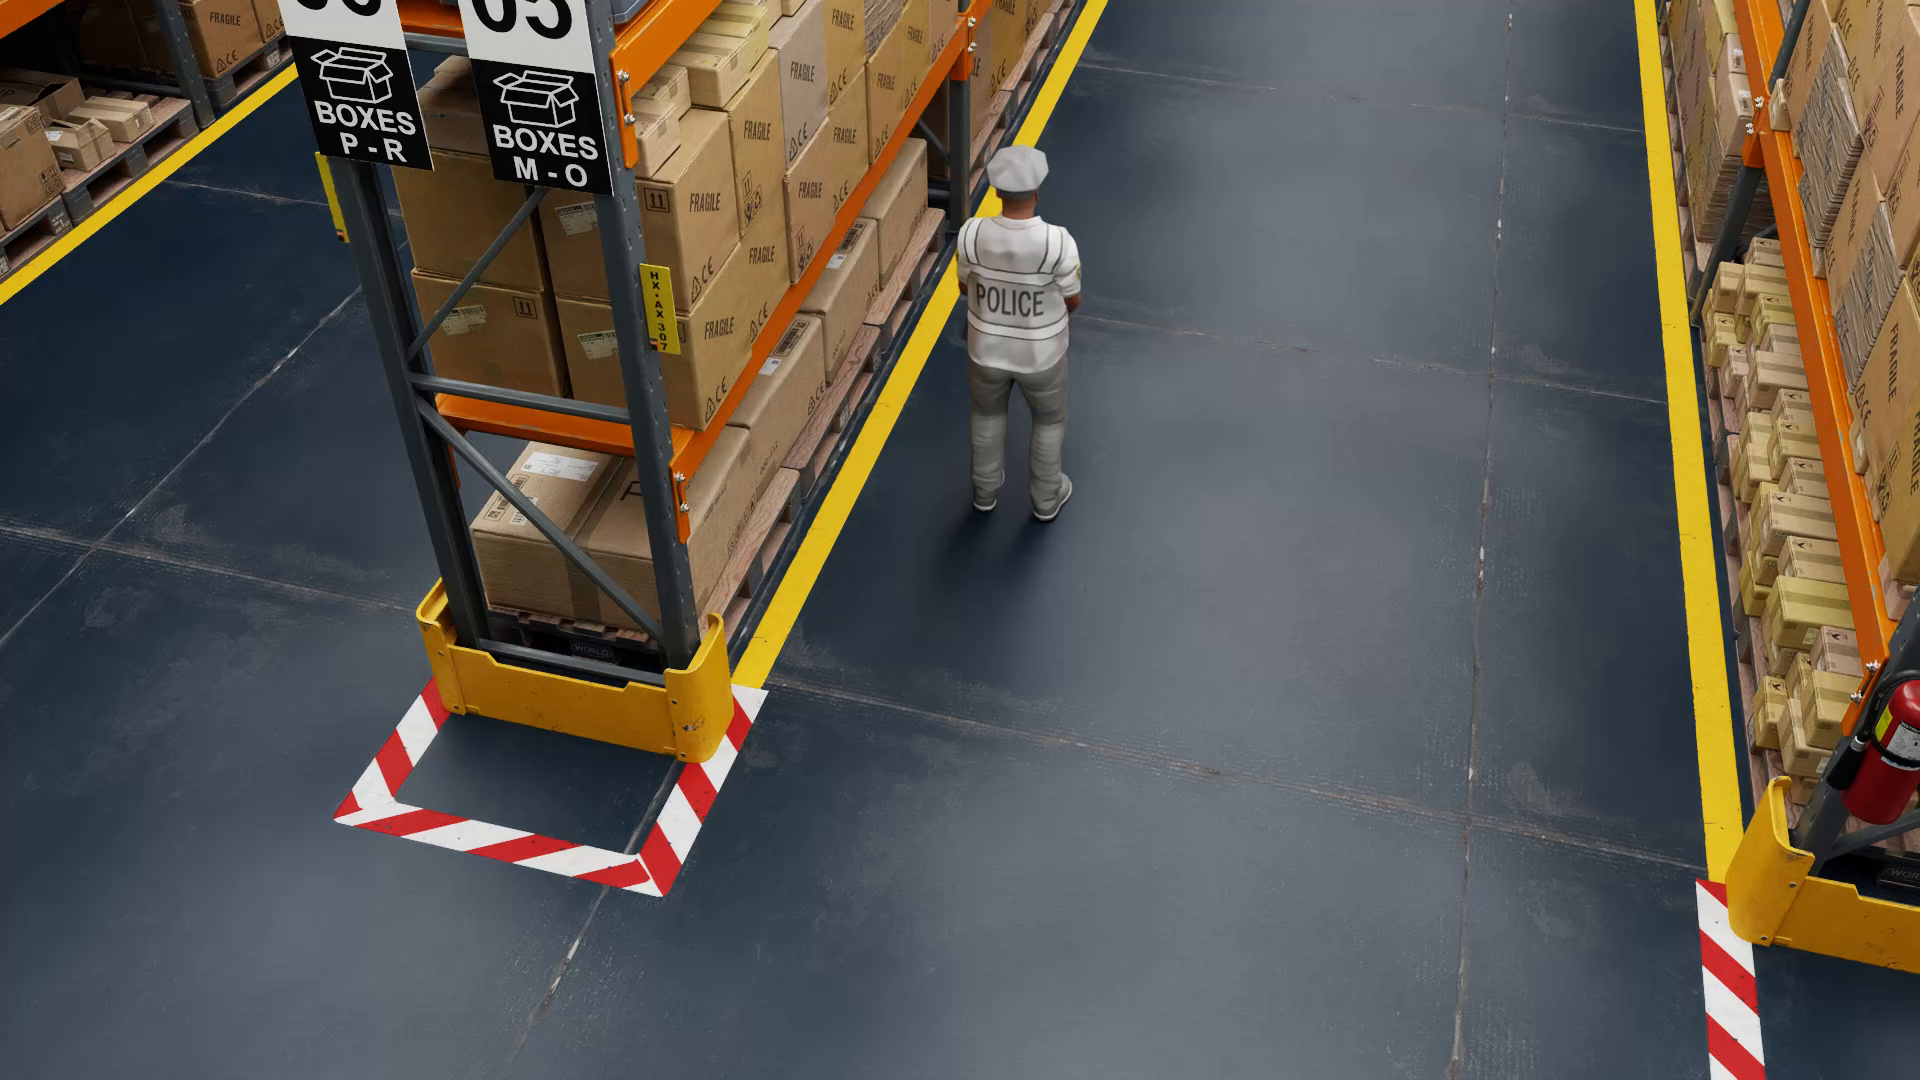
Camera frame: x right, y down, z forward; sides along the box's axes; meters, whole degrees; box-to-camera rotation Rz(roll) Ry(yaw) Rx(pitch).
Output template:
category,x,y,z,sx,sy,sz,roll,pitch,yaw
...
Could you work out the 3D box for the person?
category,x,y,z,sx,sy,sz,roll,pitch,yaw
person,0.258,-0.884,7.158,0.527,1.773,0.525,10,42,11
